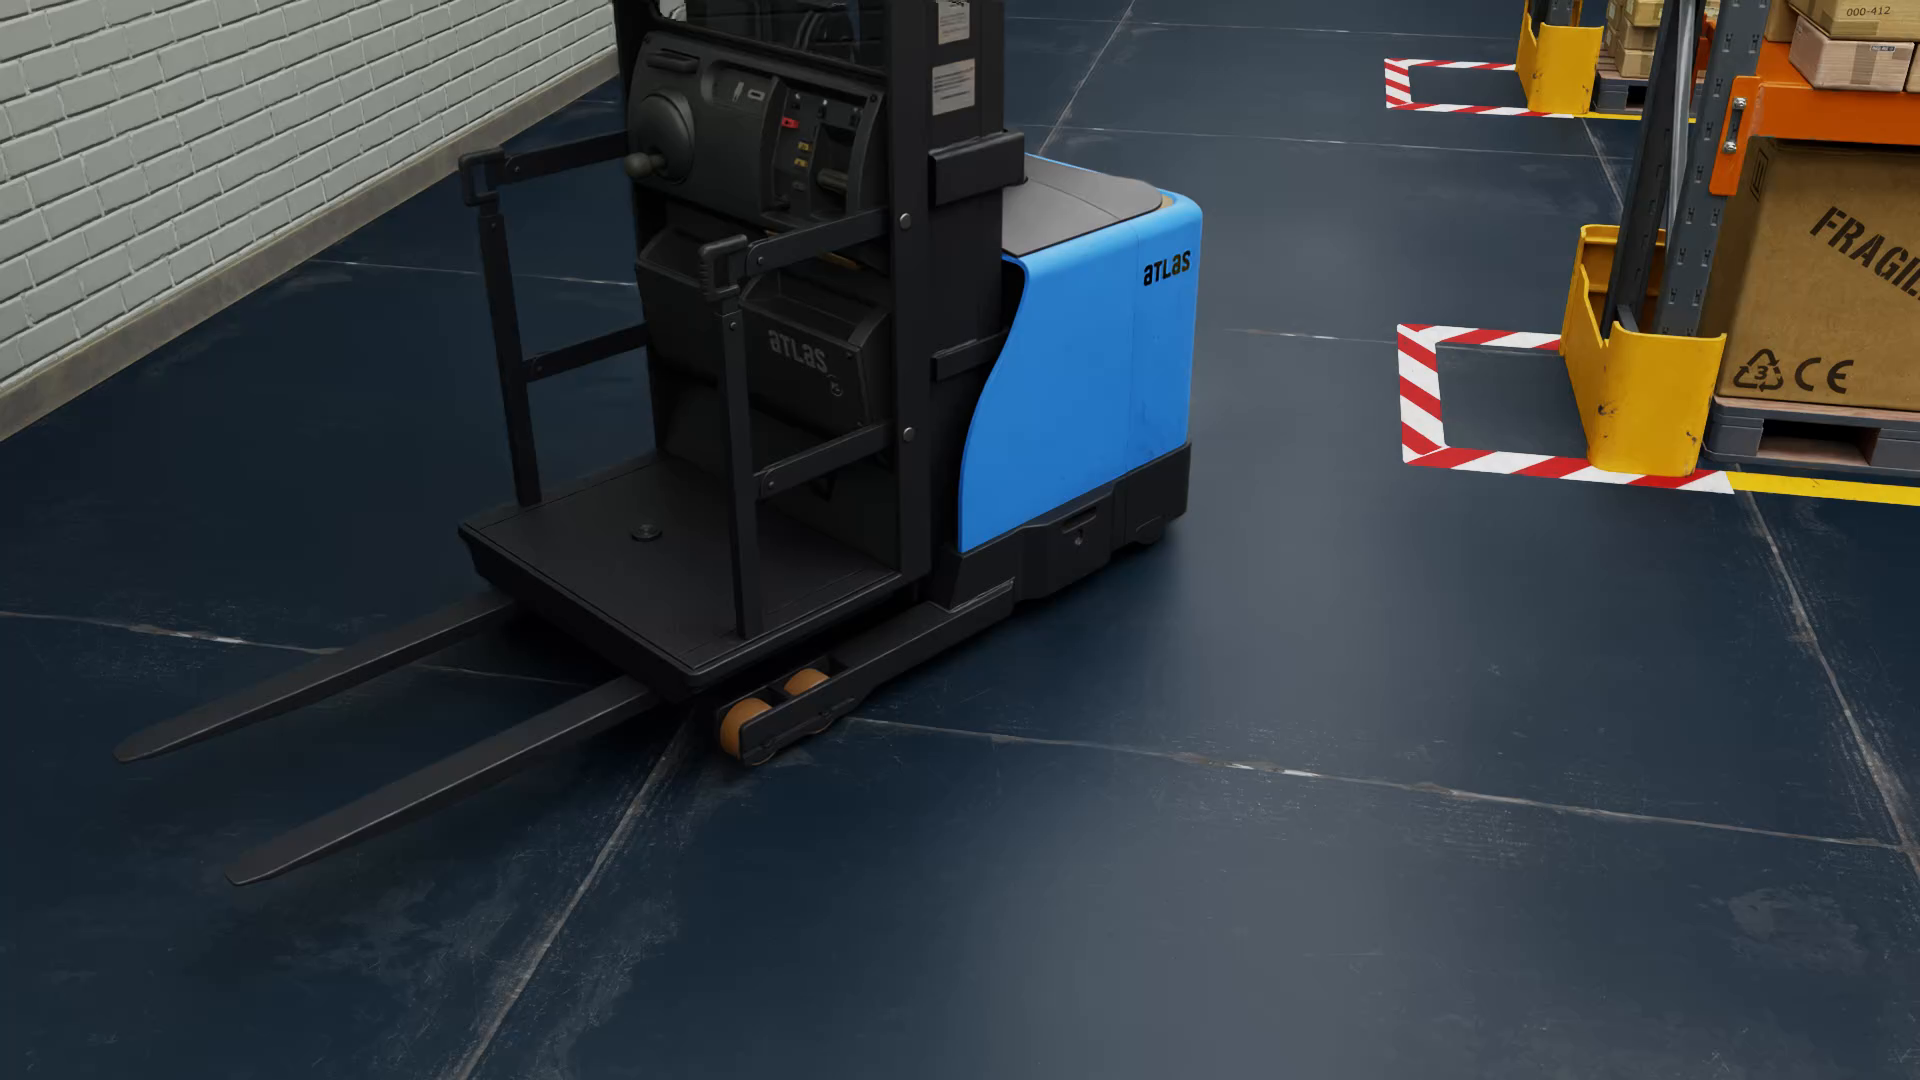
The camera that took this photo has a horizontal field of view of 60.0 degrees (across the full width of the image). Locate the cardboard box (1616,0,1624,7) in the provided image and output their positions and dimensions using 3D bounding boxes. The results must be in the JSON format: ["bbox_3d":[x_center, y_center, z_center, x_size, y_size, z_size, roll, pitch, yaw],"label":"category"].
[{"bbox_3d":[4.177,-3.390,10.230,0.250,0.149,0.380,6,29,11],"label":"cardboard box"}]

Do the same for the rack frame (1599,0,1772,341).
[{"bbox_3d":[2.471,-1.810,5.432,0.127,3.000,1.000,6,29,11],"label":"rack frame"}]

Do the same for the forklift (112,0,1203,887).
[{"bbox_3d":[-0.676,-0.996,4.017,3.031,2.935,1.130,-26,38,-38],"label":"forklift"}]

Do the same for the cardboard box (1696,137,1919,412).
[{"bbox_3d":[3.114,-1.035,5.793,0.875,0.875,0.875,6,29,11],"label":"cardboard box"}]

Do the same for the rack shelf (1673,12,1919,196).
[{"bbox_3d":[4.427,-1.294,5.239,4.000,0.370,1.077,6,29,11],"label":"rack shelf"}]

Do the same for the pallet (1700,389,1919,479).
[{"bbox_3d":[3.270,-0.543,6.022,1.213,0.211,1.003,6,29,11],"label":"pallet"}]

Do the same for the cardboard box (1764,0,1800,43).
[{"bbox_3d":[2.888,-1.819,5.710,0.250,0.149,0.380,6,29,12],"label":"cardboard box"}]

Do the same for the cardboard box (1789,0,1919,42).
[{"bbox_3d":[2.884,-1.700,5.077,0.500,0.250,0.500,5,29,9],"label":"cardboard box"}]

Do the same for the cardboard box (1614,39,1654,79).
[{"bbox_3d":[4.051,-2.860,9.882,0.250,0.149,0.380,6,29,12],"label":"cardboard box"}]

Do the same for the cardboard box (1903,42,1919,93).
[{"bbox_3d":[3.001,-1.484,5.099,0.250,0.149,0.380,5,29,10],"label":"cardboard box"}]

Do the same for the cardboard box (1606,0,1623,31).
[{"bbox_3d":[4.182,-3.274,10.329,0.250,0.149,0.380,5,29,9],"label":"cardboard box"}]

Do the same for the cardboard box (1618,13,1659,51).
[{"bbox_3d":[4.065,-3.020,9.864,0.250,0.149,0.380,7,29,13],"label":"cardboard box"}]

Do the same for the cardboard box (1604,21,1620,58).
[{"bbox_3d":[4.164,-3.108,10.335,0.250,0.149,0.380,6,29,11],"label":"cardboard box"}]

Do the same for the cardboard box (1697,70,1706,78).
[{"bbox_3d":[4.325,-2.872,9.904,0.250,0.149,0.380,6,29,10],"label":"cardboard box"}]

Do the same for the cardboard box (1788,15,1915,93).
[{"bbox_3d":[2.750,-1.509,5.144,0.250,0.149,0.380,6,29,11],"label":"cardboard box"}]

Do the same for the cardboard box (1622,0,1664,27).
[{"bbox_3d":[4.047,-3.112,9.722,0.250,0.149,0.380,5,29,8],"label":"cardboard box"}]

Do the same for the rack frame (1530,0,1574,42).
[{"bbox_3d":[3.606,-4.129,9.668,0.127,3.000,1.000,6,29,11],"label":"rack frame"}]

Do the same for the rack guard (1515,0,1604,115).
[{"bbox_3d":[3.680,-3.025,10.255,0.348,0.500,1.175,6,29,11],"label":"rack guard"}]

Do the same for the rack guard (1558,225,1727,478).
[{"bbox_3d":[2.448,-0.716,6.037,0.348,0.500,1.175,6,29,11],"label":"rack guard"}]

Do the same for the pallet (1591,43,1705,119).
[{"bbox_3d":[4.467,-2.800,10.145,1.213,0.211,1.003,6,29,11],"label":"pallet"}]

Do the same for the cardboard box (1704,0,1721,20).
[{"bbox_3d":[4.342,-3.140,9.775,0.250,0.149,0.380,6,29,11],"label":"cardboard box"}]
